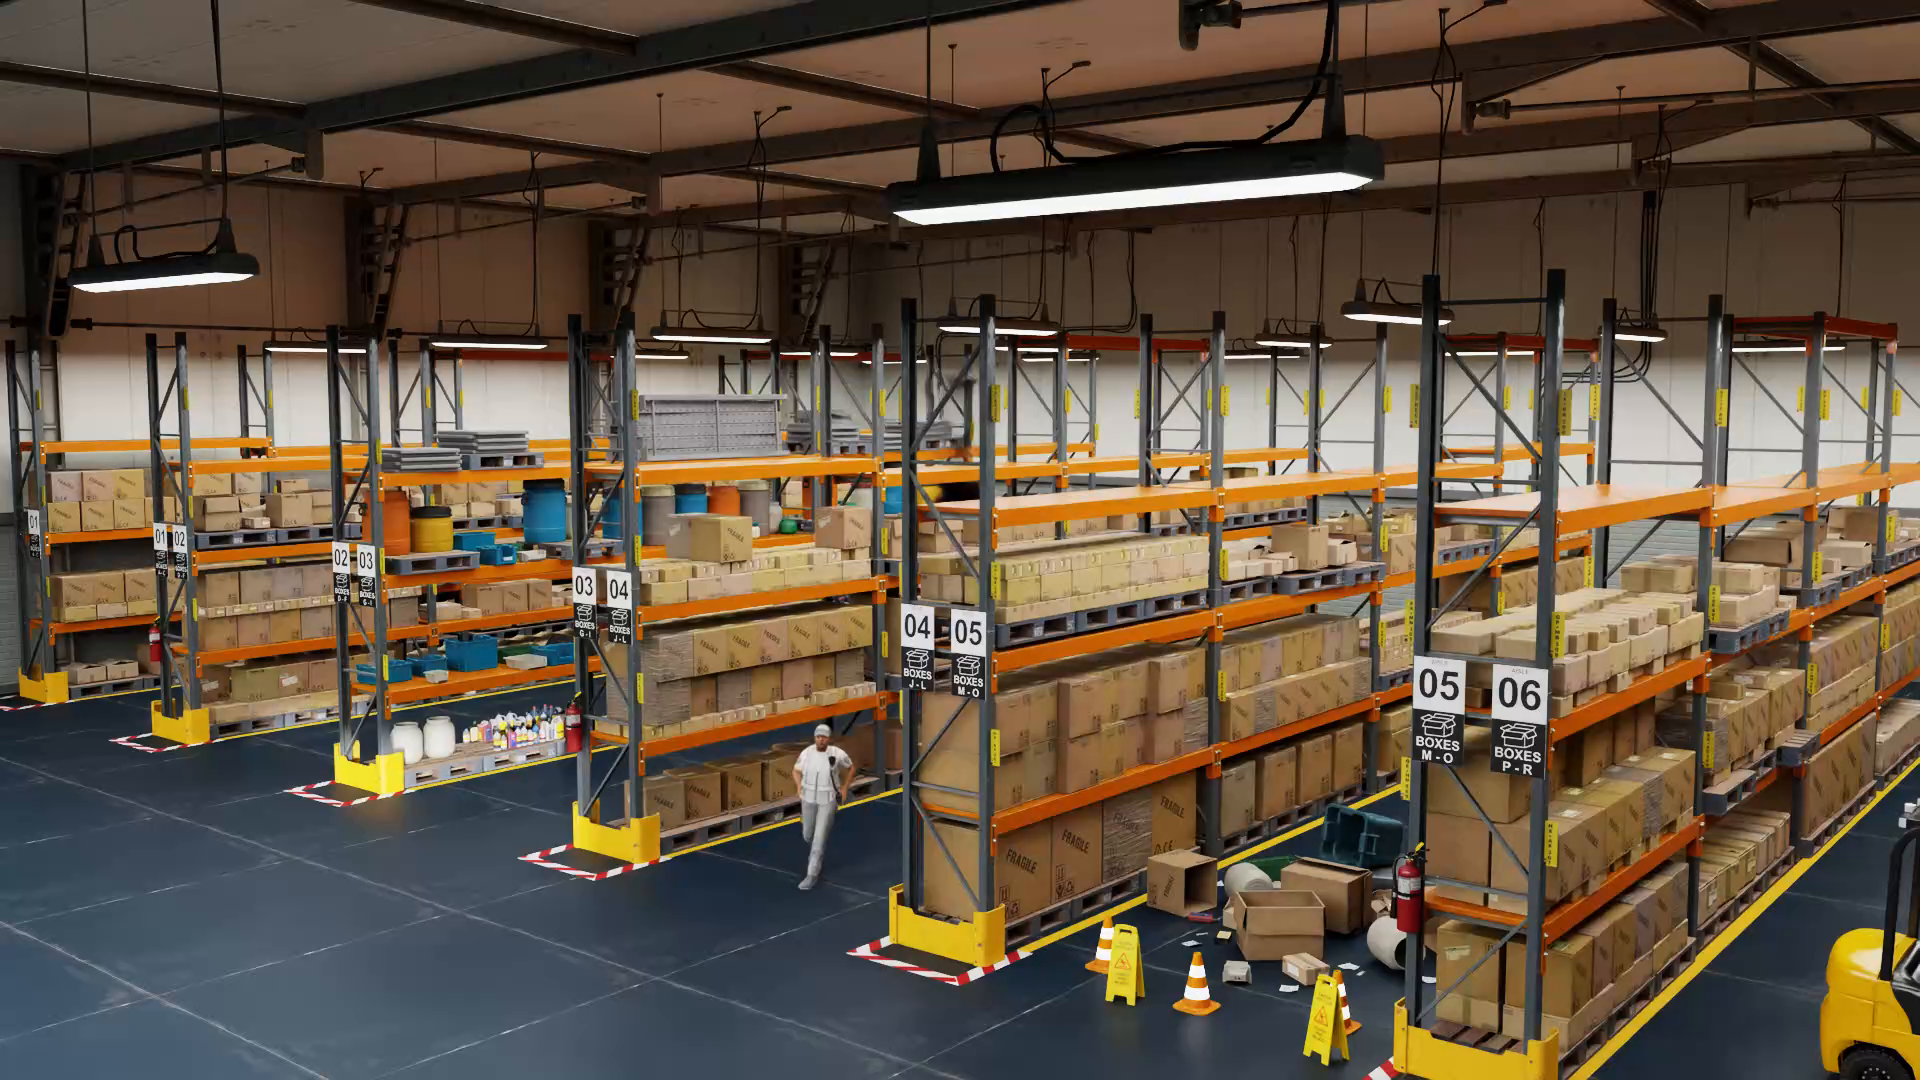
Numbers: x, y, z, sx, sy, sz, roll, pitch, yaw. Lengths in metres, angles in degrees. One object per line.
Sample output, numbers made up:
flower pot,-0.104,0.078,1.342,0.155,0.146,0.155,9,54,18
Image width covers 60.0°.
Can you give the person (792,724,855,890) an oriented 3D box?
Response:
person,-1.464,2.762,17.552,0.643,1.659,0.959,1,5,12
